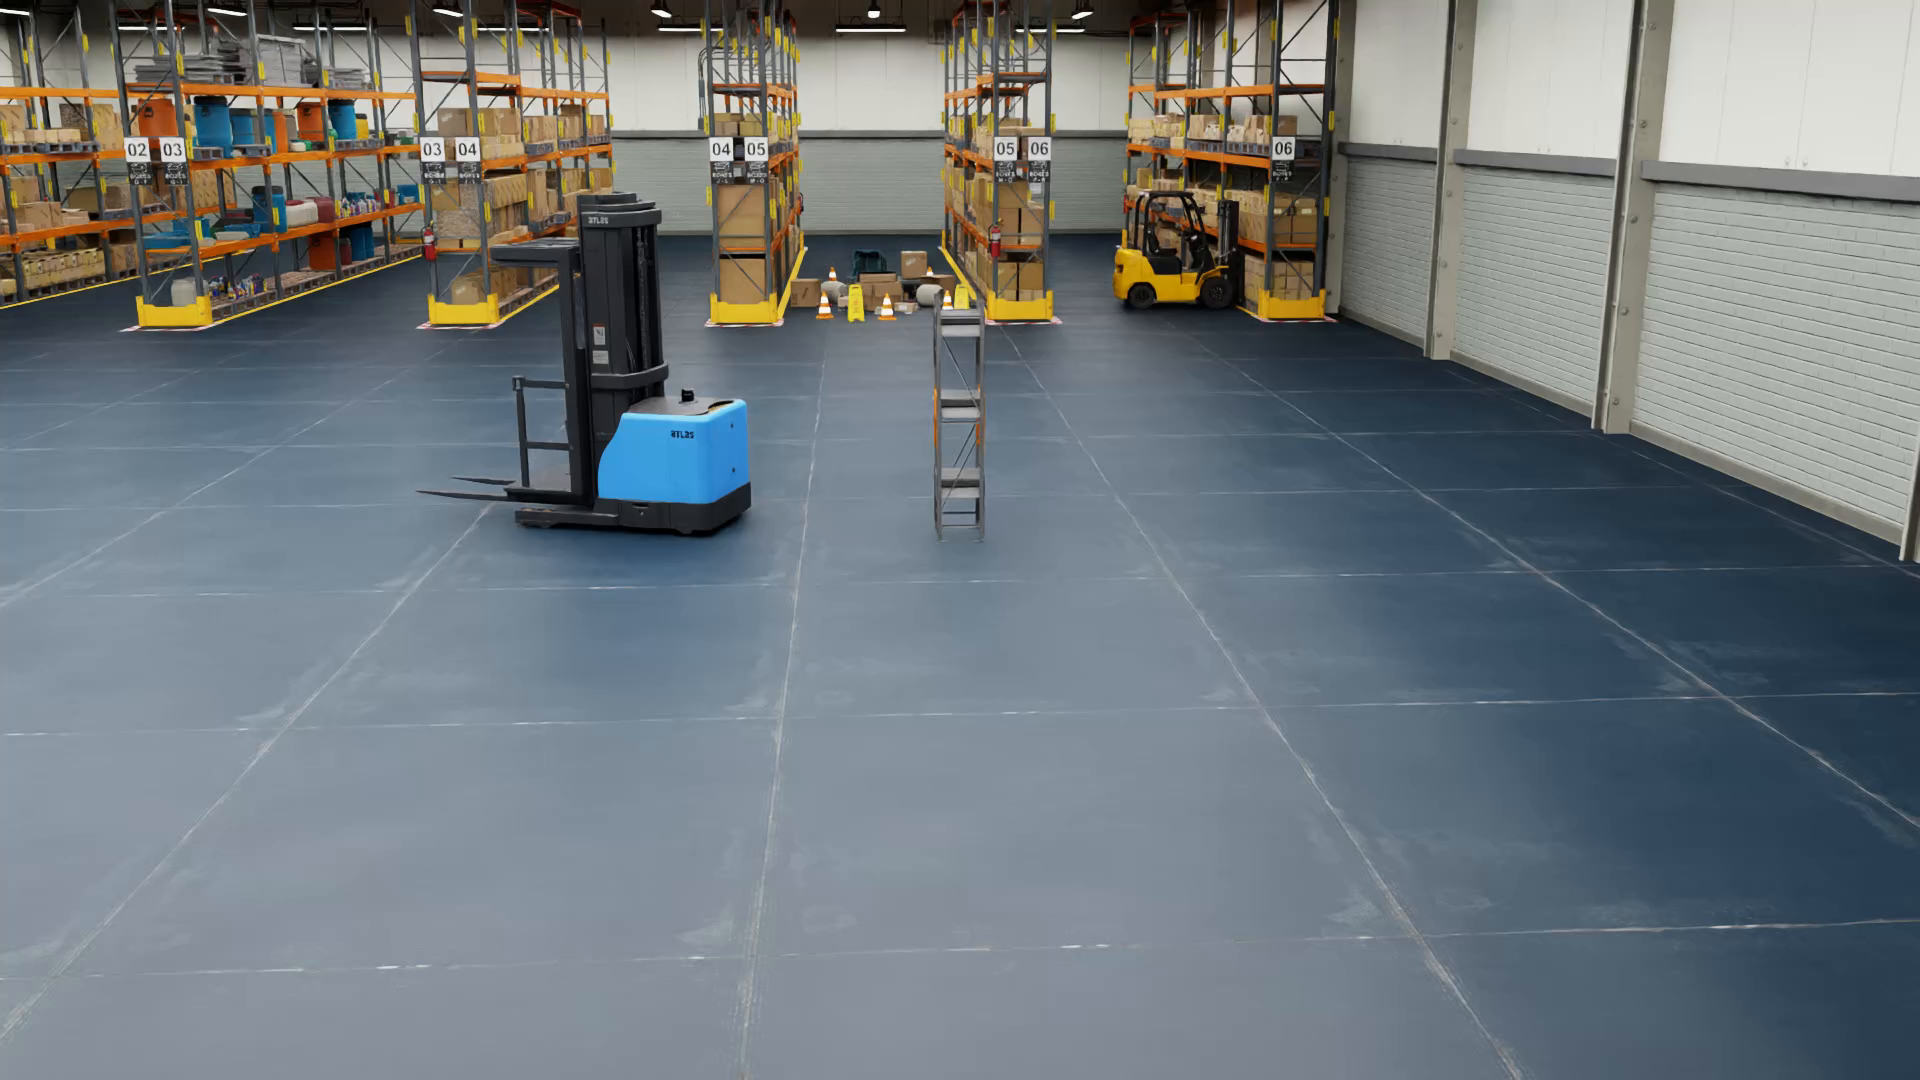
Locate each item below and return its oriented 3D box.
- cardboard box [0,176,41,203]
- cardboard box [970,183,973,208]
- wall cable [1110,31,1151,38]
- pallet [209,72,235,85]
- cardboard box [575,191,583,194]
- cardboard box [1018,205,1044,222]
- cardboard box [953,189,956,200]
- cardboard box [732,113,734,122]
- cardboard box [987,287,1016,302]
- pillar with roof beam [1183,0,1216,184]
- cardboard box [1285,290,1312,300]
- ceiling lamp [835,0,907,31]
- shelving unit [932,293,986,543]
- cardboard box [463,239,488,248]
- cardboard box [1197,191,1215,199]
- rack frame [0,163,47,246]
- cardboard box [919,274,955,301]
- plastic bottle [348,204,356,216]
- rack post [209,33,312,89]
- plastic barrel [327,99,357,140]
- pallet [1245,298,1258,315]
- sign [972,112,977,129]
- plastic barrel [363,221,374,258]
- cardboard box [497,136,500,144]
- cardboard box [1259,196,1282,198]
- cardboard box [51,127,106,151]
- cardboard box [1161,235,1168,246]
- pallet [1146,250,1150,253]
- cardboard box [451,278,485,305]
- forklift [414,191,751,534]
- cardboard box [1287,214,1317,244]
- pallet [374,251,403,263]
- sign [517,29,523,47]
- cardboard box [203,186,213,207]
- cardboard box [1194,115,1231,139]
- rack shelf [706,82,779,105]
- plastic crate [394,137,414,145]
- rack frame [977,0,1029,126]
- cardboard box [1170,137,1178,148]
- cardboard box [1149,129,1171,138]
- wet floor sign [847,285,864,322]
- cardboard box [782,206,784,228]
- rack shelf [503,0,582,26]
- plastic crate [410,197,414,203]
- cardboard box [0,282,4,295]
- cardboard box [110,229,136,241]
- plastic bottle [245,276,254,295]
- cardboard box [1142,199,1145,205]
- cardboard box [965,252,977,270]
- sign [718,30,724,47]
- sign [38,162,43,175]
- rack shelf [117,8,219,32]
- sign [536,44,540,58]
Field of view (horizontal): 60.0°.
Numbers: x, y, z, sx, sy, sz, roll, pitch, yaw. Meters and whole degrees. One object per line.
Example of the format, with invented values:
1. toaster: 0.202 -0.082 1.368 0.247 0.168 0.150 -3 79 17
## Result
1. cardboard box: -24.583 -9.074 43.170 0.980 0.700 0.700 0 14 -1
2. cardboard box: 0.492 -7.342 35.402 0.500 0.500 0.500 -1 14 -6
3. wall cable: 5.980 -16.537 49.579 2.988 3.039 0.133 -1 14 -3
4. pallet: -13.836 -8.335 30.044 1.003 0.211 1.213 -1 14 -3
5. cardboard box: -9.181 -7.973 39.293 0.500 0.500 0.500 -1 14 -4
6. cardboard box: 1.301 -5.902 30.646 0.500 0.500 0.500 0 14 -2
7. cardboard box: 0.091 -8.498 40.834 0.500 0.250 0.500 -1 14 -5
8. cardboard box: -4.235 -7.530 29.613 0.380 0.149 0.250 -1 14 -3
9. cardboard box: 0.769 -4.533 30.799 0.500 0.250 0.500 -1 14 -4
10. pillar with roof beam: 1.859 -11.546 41.342 9.100 9.000 0.548 -1 14 -3
11. cardboard box: 6.208 -4.533 30.799 0.500 0.250 0.500 -1 14 -3
12. ceiling lamp: -2.488 -15.800 46.160 2.000 3.185 0.800 -1 14 -3
13. shelving unit: -0.010 -1.058 14.425 0.431 2.100 0.503 -1 14 -3
14. cardboard box: -8.582 -5.258 29.447 0.380 0.149 0.250 -1 14 -3
15. cardboard box: 5.363 -7.483 36.089 0.380 0.149 0.250 -1 14 -2
16. rack frame: -24.625 -9.055 43.700 1.000 3.000 0.127 -1 14 -3
17. cardboard box: -0.451 -4.956 32.781 0.500 0.500 0.500 10 18 35
18. plastic bottle: -14.031 -7.616 38.355 0.152 0.276 0.135 -1 14 -3
19. rack post: -14.201 -9.714 33.821 1.013 1.000 3.121 -1 14 -3
20. plastic barrel: -14.230 -9.690 38.299 0.600 0.901 0.708 -1 14 -3
21. pallet: 5.954 -4.375 31.106 1.003 0.211 1.213 -1 14 -3
22. sign: 0.287 -8.337 33.063 0.100 0.325 0.005 -1 14 -3
23. plastic barrel: -14.472 -7.265 40.110 0.600 0.901 0.708 -1 14 -3
24. cardboard box: -8.726 -7.401 30.751 0.380 0.149 0.250 -1 14 -5
25. cardboard box: 5.780 -6.317 30.958 0.380 0.149 0.250 -1 14 -3
26. cardboard box: -19.246 -8.752 36.301 0.910 0.500 0.500 -1 14 -3
27. cardboard box: 5.174 -7.133 40.402 0.500 0.500 0.500 -1 14 -5
28. pallet: 5.258 -7.340 42.632 1.003 0.211 1.213 -1 14 -3
29. cardboard box: -8.824 -4.454 29.989 0.500 0.500 0.500 2 15 7
30. forklift: -3.513 -1.648 15.048 3.031 2.935 1.130 4 15 14
31. cardboard box: 6.289 -5.712 30.505 0.500 0.500 0.500 0 14 -2
32. pallet: -14.573 -7.045 41.484 1.003 0.211 1.213 -1 14 -3
33. sign: -8.507 -9.700 32.133 0.100 0.325 0.005 -1 14 -3
34. cardboard box: -19.289 -8.695 42.101 0.500 0.500 0.500 -1 14 -4
35. cardboard box: 5.480 -8.970 36.107 0.700 0.500 0.500 -1 14 -5
36. rack shelf: -3.969 -8.217 30.651 1.077 0.370 4.000 -1 14 -3
37. plastic crate: -14.391 -10.317 43.011 0.450 0.188 0.336 -1 14 -3
38. rack frame: 0.841 -9.358 32.839 1.000 3.000 0.127 -1 14 -3
39. cardboard box: 5.210 -9.279 38.850 0.500 0.250 0.500 -1 14 -3
40. cardboard box: 5.020 -10.160 41.680 0.500 0.250 0.500 -1 14 -3
41. wet floor sign: -1.867 -4.240 29.710 0.267 0.644 0.232 -3 15 -13
42. cardboard box: -3.889 -6.660 34.192 0.500 0.500 0.500 -1 14 -3
43. rack shelf: -9.422 -11.959 37.720 1.077 0.370 4.000 -1 14 -3
44. plastic crate: -14.506 -8.909 43.542 0.396 0.136 0.243 -1 14 -3
45. cardboard box: -18.669 -4.783 31.773 0.500 0.250 0.500 -1 14 -3
46. cardboard box: -19.584 -7.130 38.849 0.500 0.250 0.500 -1 14 -3
47. plastic bottle: -13.634 -4.870 31.867 0.144 0.351 0.185 -1 14 -4
48. cardboard box: 4.916 -8.731 42.946 0.380 0.149 0.250 -1 14 -4
49. cardboard box: 0.618 -6.238 37.181 0.950 0.372 0.625 -2 15 -7
50. sign: -4.634 -9.736 32.274 0.100 0.325 0.005 -1 14 -3
51. sign: -24.082 -9.735 43.545 0.100 0.325 0.005 -1 14 -3
52. rack shelf: -19.557 -12.801 40.995 1.077 0.370 4.000 -1 14 -3
53. sign: -10.101 -11.722 39.832 0.100 0.325 0.005 -1 14 -3
